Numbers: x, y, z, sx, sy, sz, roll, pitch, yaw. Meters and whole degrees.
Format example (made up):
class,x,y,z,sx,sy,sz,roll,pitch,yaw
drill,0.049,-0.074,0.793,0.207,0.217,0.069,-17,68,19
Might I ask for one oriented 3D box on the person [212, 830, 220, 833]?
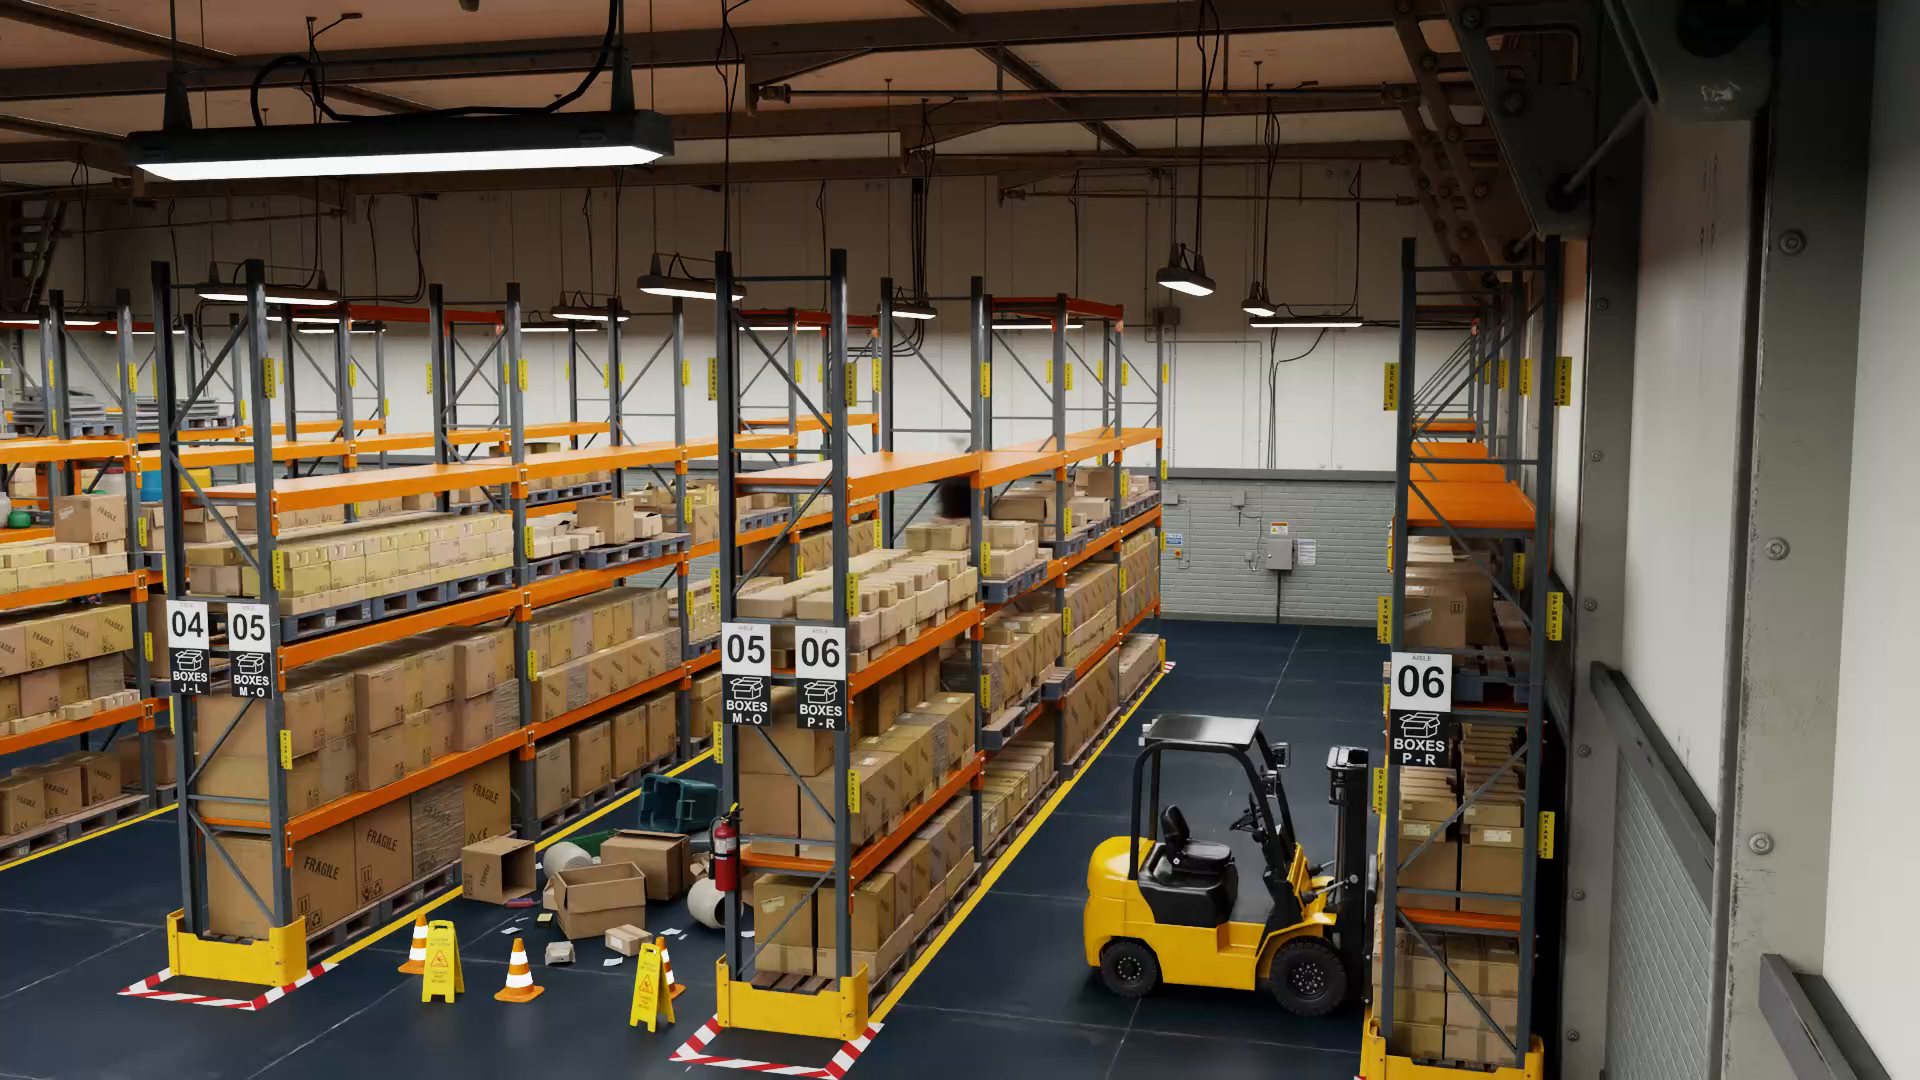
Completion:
class,x,y,z,sx,sy,sz,roll,pitch,yaw
person,-7.578,2.597,17.132,0.524,1.544,0.531,-1,6,-9
